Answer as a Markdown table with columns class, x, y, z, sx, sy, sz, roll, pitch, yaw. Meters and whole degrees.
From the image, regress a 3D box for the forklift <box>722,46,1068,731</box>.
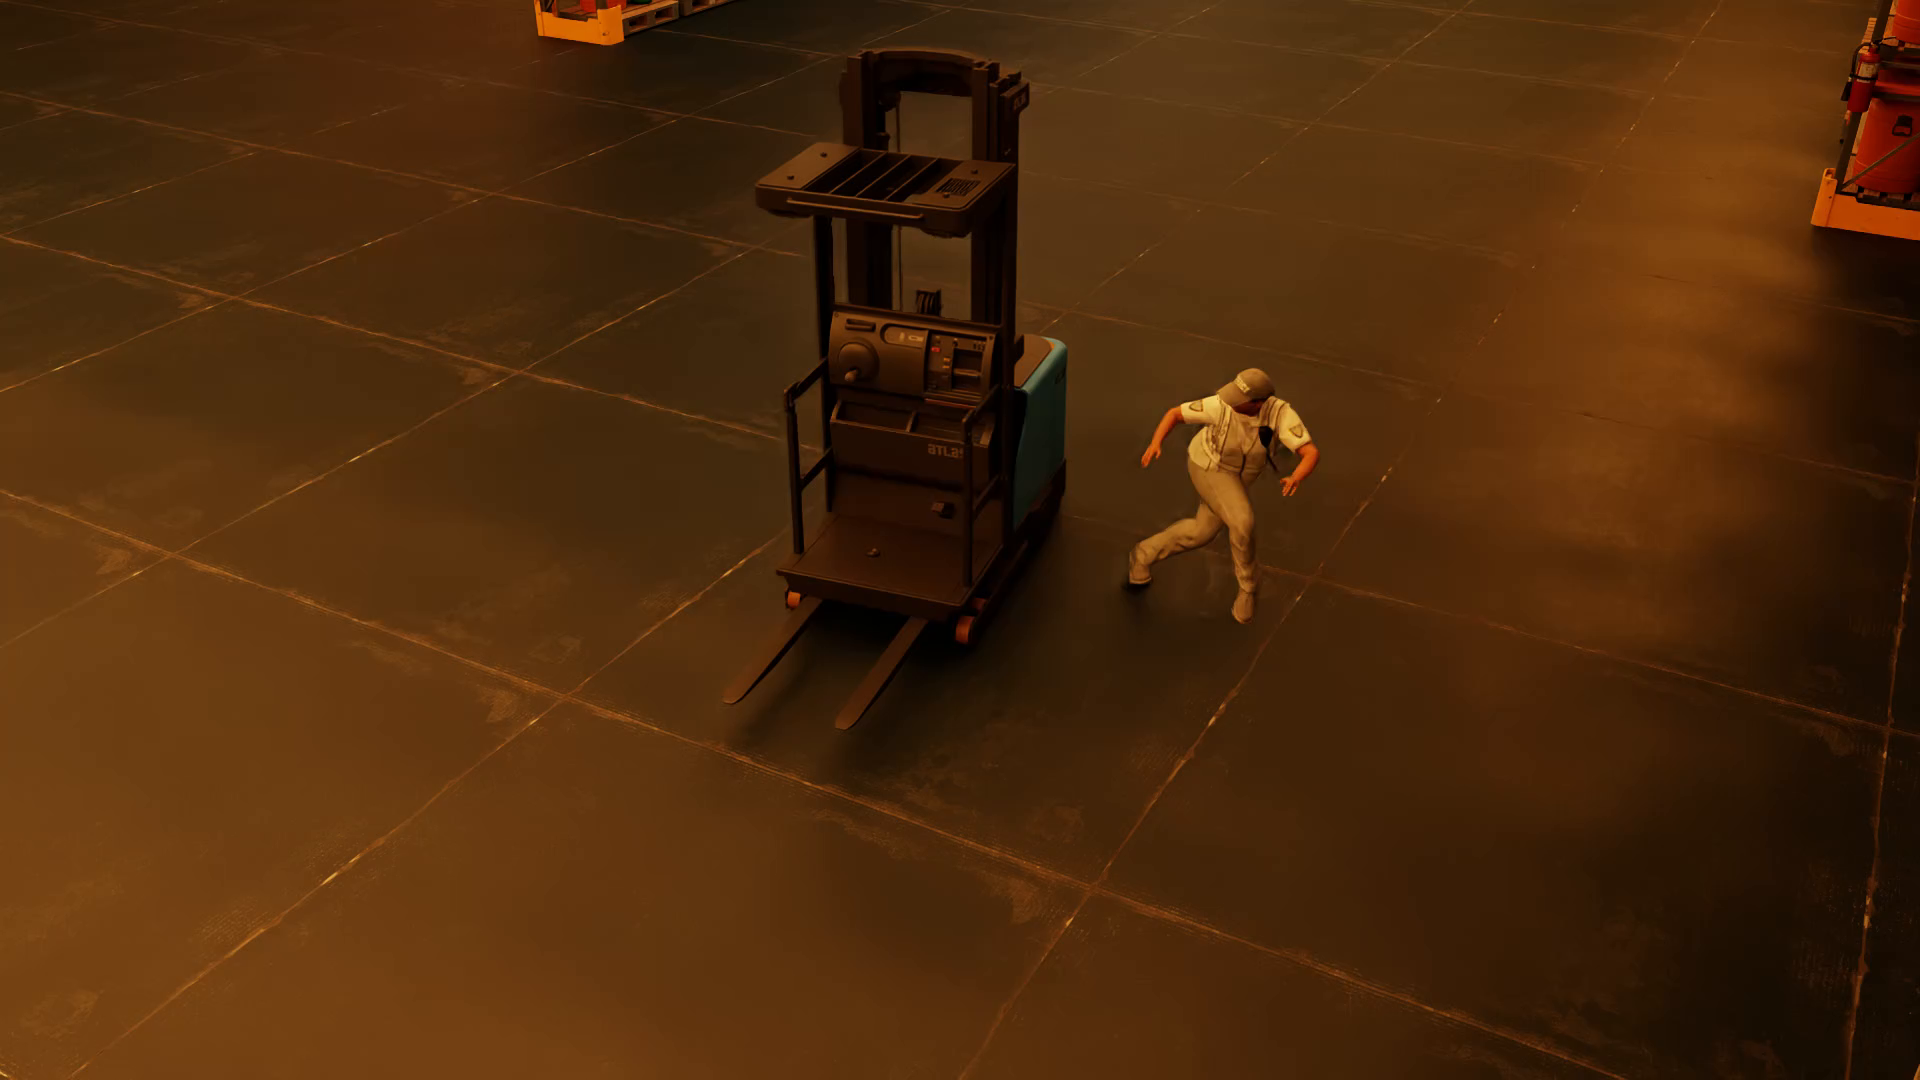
| class | x | y | z | sx | sy | sz | roll | pitch | yaw |
| --- | --- | --- | --- | --- | --- | --- | --- | --- | --- |
| forklift | -0.332 | -0.931 | 8.684 | 1.130 | 2.935 | 3.031 | 11 | 32 | 18 |

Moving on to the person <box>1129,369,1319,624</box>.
| class | x | y | z | sx | sy | sz | roll | pitch | yaw |
| --- | --- | --- | --- | --- | --- | --- | --- | --- | --- |
| person | 1.411 | -0.263 | 9.035 | 0.899 | 1.442 | 0.980 | -8 | 31 | -14 |
